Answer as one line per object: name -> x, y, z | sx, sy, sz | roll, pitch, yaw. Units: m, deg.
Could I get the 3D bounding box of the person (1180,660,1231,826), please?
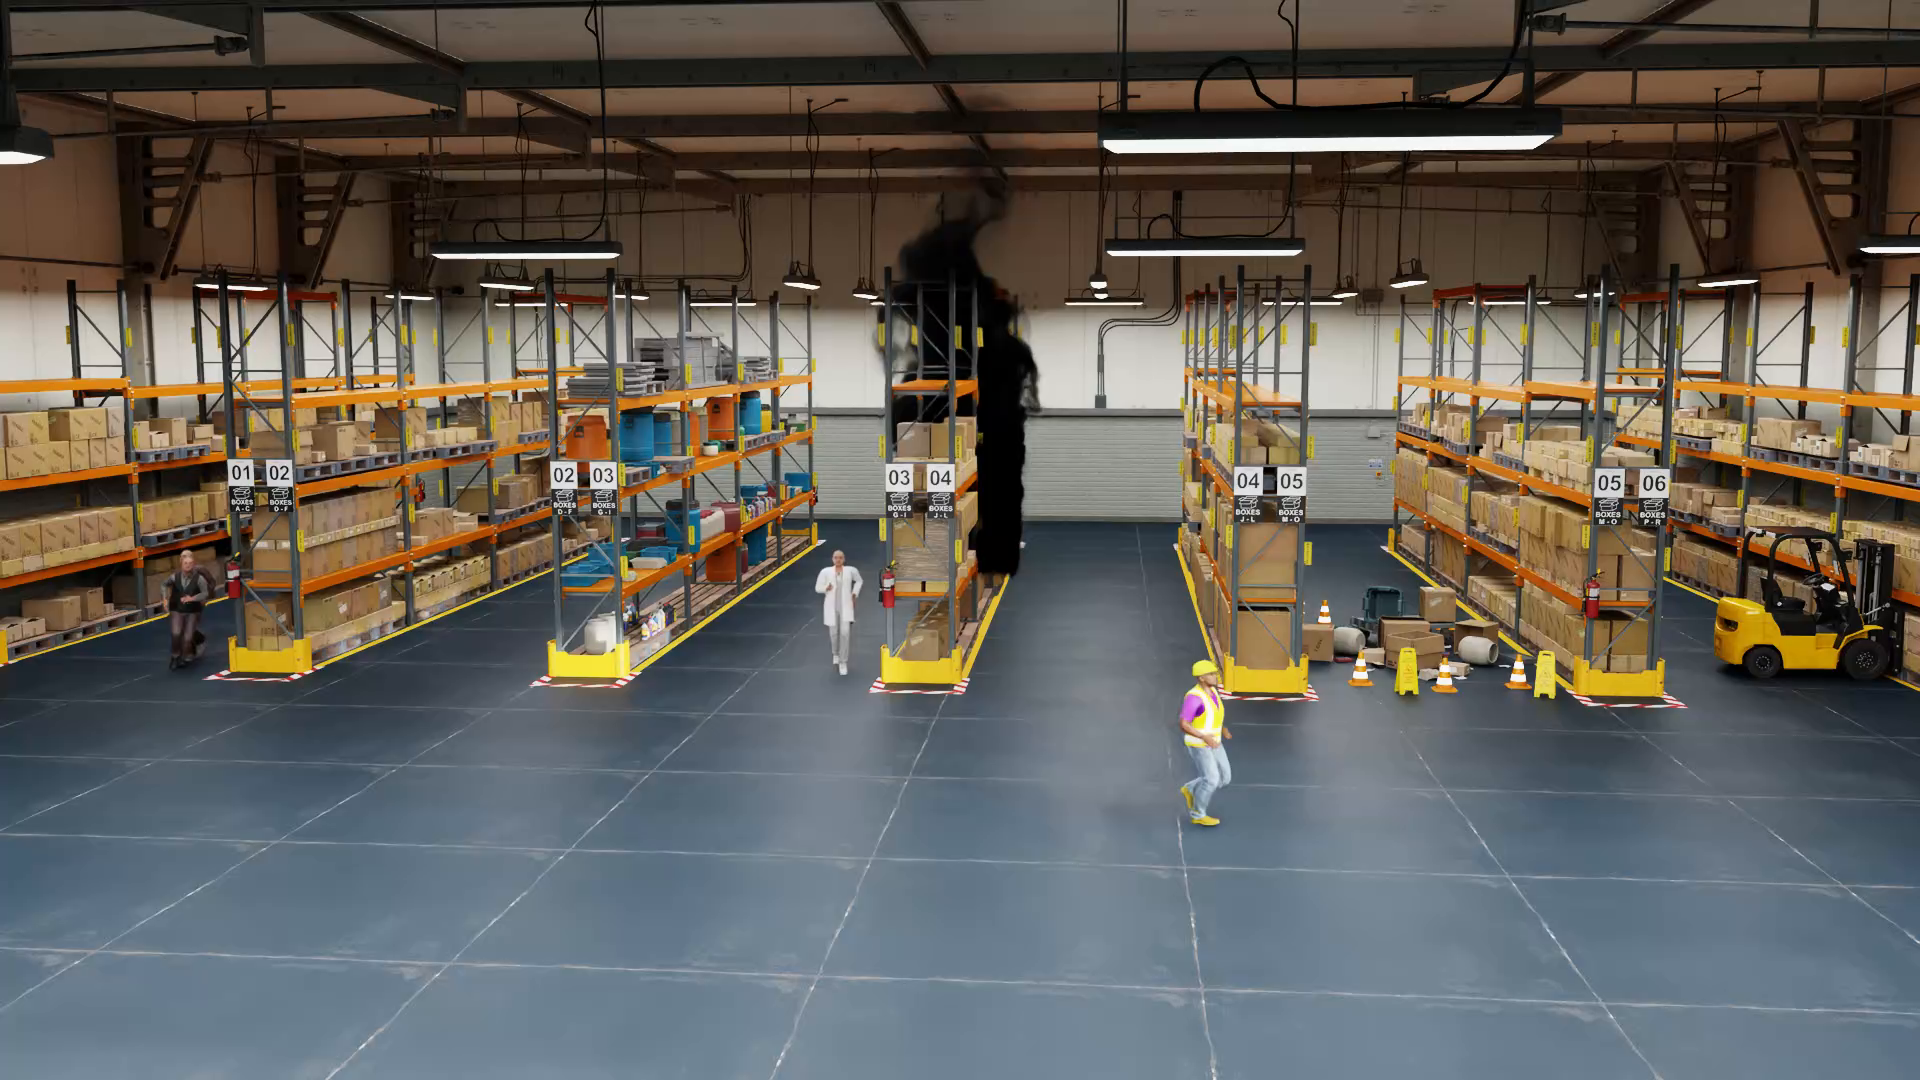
person -> 2.503, 2.080, 17.079 | 0.576, 1.721, 0.679 | 5, 8, 34

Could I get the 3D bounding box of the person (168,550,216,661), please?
person -> -11.957, 1.019, 25.793 | 0.718, 1.735, 0.566 | 1, 7, 9

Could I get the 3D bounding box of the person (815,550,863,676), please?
person -> -1.826, 1.071, 25.071 | 0.694, 1.815, 0.877 | 0, 7, 0

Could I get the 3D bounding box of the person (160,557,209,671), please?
person -> -11.736, 1.108, 25.220 | 0.644, 1.691, 0.654 | -4, 8, -29
